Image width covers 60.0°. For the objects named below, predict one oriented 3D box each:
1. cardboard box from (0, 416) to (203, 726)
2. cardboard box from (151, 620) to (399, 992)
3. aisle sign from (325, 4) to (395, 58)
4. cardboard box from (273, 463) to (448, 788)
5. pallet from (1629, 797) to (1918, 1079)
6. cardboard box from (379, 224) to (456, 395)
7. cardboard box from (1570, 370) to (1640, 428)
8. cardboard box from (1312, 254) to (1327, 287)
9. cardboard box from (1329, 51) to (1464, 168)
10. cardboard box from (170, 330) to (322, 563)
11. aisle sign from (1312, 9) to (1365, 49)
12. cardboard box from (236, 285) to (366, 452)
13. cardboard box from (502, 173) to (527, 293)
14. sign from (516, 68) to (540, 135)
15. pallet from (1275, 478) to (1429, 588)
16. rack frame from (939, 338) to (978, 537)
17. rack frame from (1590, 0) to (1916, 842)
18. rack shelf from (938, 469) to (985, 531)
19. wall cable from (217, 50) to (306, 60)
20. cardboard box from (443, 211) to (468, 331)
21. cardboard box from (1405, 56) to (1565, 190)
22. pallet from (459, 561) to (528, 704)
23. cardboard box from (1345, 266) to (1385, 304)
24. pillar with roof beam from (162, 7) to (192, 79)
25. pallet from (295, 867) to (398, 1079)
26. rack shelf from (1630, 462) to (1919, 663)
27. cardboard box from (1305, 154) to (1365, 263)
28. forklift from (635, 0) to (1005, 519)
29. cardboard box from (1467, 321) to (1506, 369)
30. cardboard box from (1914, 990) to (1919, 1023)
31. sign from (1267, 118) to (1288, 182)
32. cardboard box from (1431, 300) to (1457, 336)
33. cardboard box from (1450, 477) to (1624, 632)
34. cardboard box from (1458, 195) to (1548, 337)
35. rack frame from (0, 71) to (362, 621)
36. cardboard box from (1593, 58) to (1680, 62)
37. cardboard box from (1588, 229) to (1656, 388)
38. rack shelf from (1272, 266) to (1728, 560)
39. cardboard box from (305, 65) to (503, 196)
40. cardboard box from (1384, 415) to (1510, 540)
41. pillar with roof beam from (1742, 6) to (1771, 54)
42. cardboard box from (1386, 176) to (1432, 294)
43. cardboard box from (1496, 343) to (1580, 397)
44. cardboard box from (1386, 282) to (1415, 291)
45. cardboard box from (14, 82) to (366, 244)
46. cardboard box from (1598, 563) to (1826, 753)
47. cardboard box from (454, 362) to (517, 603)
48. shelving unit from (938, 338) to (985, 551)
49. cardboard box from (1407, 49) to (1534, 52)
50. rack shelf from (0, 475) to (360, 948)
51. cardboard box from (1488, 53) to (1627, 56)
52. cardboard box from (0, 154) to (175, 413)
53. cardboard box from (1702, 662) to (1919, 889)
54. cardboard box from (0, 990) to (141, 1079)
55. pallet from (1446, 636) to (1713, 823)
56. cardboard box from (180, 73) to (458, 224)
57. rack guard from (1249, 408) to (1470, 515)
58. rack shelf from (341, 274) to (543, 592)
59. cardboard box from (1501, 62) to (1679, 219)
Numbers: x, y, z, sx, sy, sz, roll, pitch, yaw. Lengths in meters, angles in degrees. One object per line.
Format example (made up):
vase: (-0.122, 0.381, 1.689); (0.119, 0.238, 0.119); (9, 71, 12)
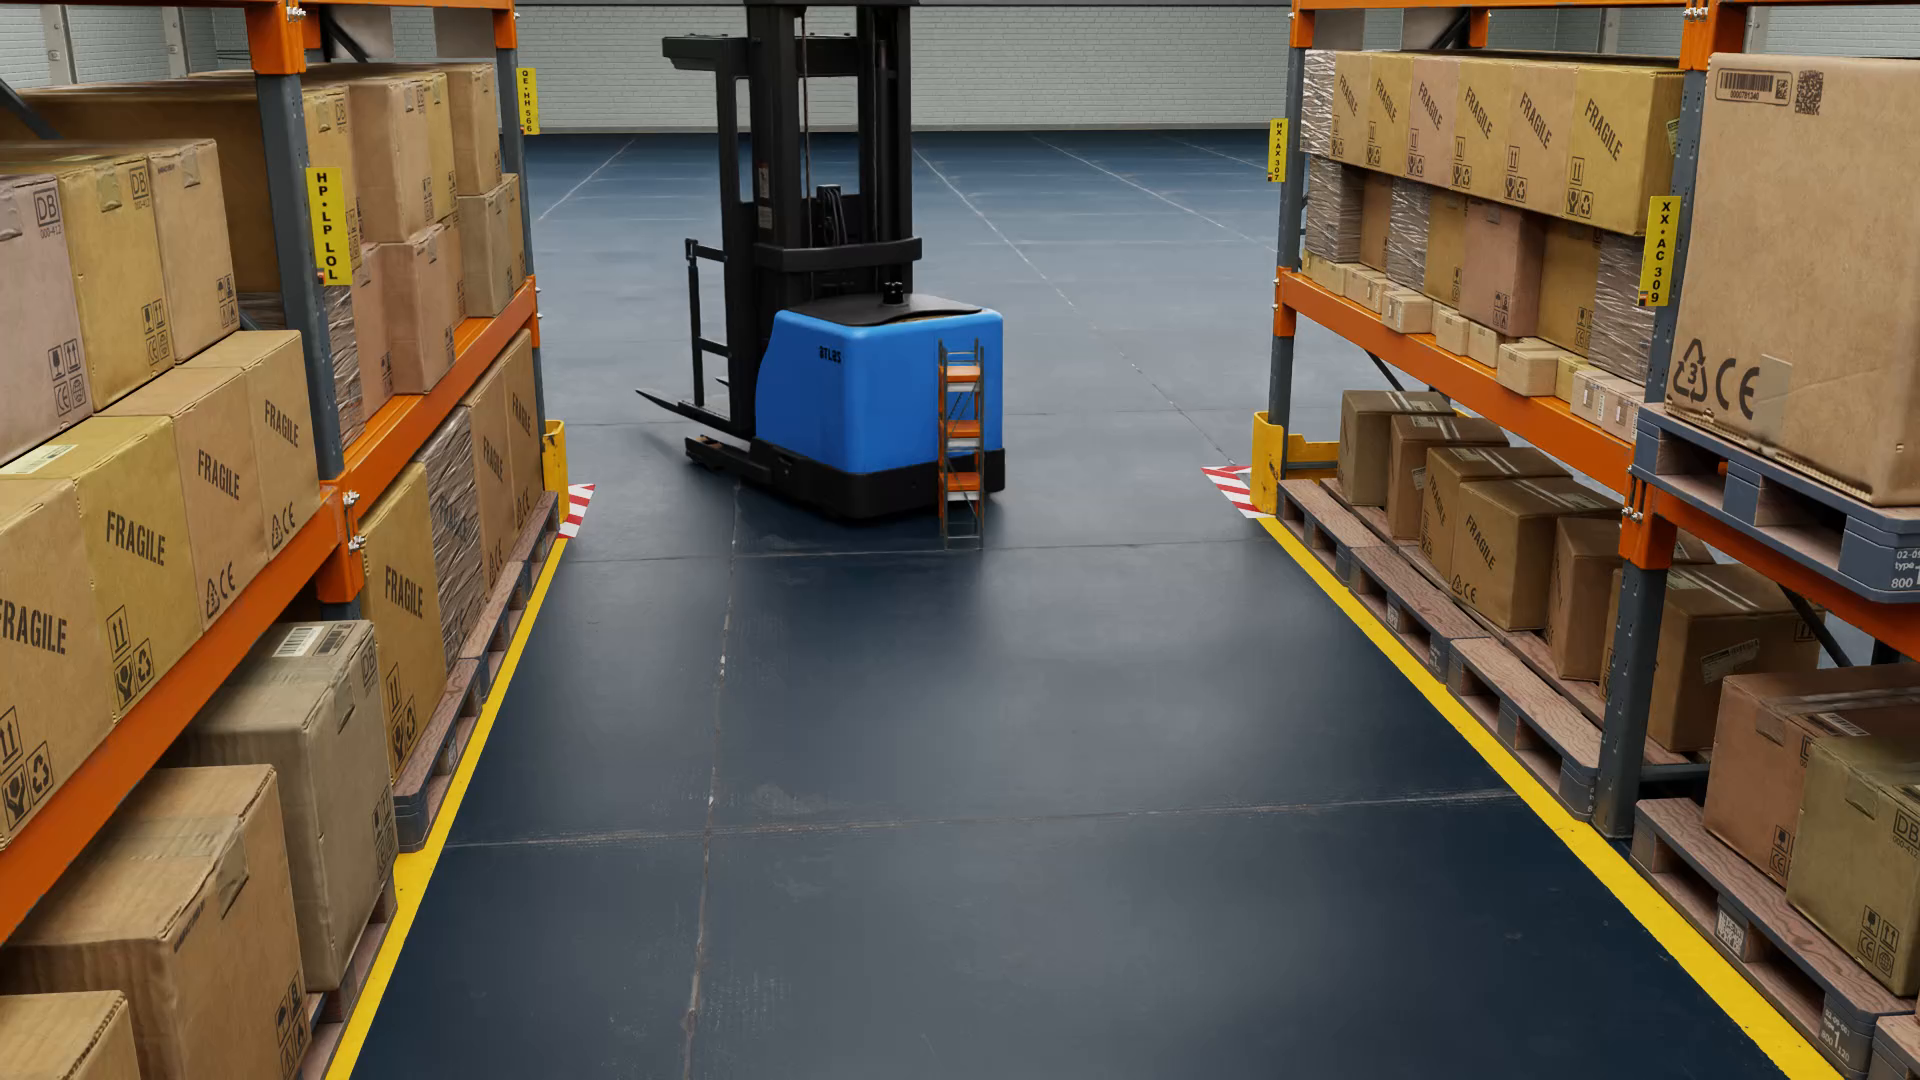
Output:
cardboard box: (-1.888, 0.056, 3.324); (0.500, 0.500, 0.500); (-2, 17, -5)
cardboard box: (-2.159, 0.710, 4.461); (1.050, 0.750, 0.750); (-2, 18, -6)
aisle sign: (-3.031, -2.789, 8.211); (0.394, 0.787, 0.004); (-2, 18, -6)
cardboard box: (-2.308, 0.279, 5.626); (0.875, 0.875, 0.875); (-2, 17, -5)
pallet: (2.713, 1.095, 4.838); (1.003, 0.211, 1.213); (-2, 18, -6)
cardboard box: (-2.380, -0.853, 6.137); (0.875, 0.550, 0.550); (-2, 18, -6)
cardboard box: (2.301, -0.478, 5.610); (0.380, 0.149, 0.250); (-2, 18, -6)
cardboard box: (2.018, -1.372, 8.460); (0.380, 0.149, 0.250); (-2, 18, -6)
cardboard box: (2.049, -2.005, 7.722); (0.500, 0.500, 0.500); (-2, 18, -6)
cardboard box: (-1.993, -0.245, 4.283); (0.500, 0.500, 0.500); (-2, 18, -6)
aisle sign: (1.914, -2.909, 8.595); (0.394, 0.787, 0.004); (-2, 18, -6)
cardboard box: (-2.362, -0.526, 5.094); (0.875, 0.550, 0.550); (-2, 18, -6)
cardboard box: (-2.642, -1.499, 8.193); (0.875, 0.550, 0.550); (-2, 18, -6)
sign: (-2.184, -2.214, 8.394); (0.100, 0.325, 0.005); (-2, 18, -6)
pallet: (2.276, -0.063, 8.526); (1.003, 0.211, 1.213); (-2, 18, -6)
rack frame: (-0.007, -0.521, 8.585); (0.200, 1.050, 0.008); (-2, 18, -6)
rack frame: (2.632, -0.468, 5.159); (1.000, 3.000, 0.127); (-2, 18, -6)
rack shelf: (0.006, -0.210, 8.555); (0.215, 0.259, 0.240); (-2, 18, -6)
wall cable: (-15.482, -12.201, 37.701); (3.097, 2.526, 0.112); (-2, 18, -6)
cardboard box: (-2.630, -1.165, 7.129); (0.875, 0.550, 0.550); (-2, 18, -6)
cardboard box: (2.160, -1.707, 6.774); (0.500, 0.500, 0.500); (-2, 18, -6)
pallet: (-2.442, 0.393, 7.075); (1.003, 0.211, 1.213); (-2, 18, -6)
cardboard box: (2.075, -1.224, 7.986); (0.380, 0.149, 0.250); (-2, 18, -6)
pillar with roof beam: (-12.212, -12.897, 34.734); (9.100, 9.000, 0.400); (-2, 18, -6)
pallet: (-2.158, 1.213, 4.460); (1.003, 0.211, 1.213); (-2, 18, -6)
rack shelf: (2.838, 0.471, 3.369); (1.077, 0.370, 4.000); (-2, 18, -6)
cardboard box: (2.249, -1.684, 8.371); (0.875, 0.500, 0.500); (-2, 18, -6)
forklift: (-1.020, -1.891, 9.809); (1.130, 2.935, 3.031); (-12, 21, -34)
cardboard box: (2.237, -0.777, 6.563); (0.380, 0.149, 0.250); (-2, 18, -6)
cardboard box: (2.762, 1.008, 3.898); (0.700, 0.500, 0.500); (-3, 18, -10)
sign: (1.679, -2.056, 8.772); (0.100, 0.325, 0.005); (-2, 18, -6)
cardboard box: (2.227, -0.927, 7.042); (0.380, 0.149, 0.250); (-2, 18, -6)
cardboard box: (2.421, 0.051, 6.979); (0.500, 0.500, 0.500); (-3, 18, -11)
cardboard box: (2.478, -1.089, 6.475); (0.875, 0.500, 0.500); (-2, 18, -6)
rack frame: (-2.312, -0.345, 4.767); (1.000, 3.000, 0.127); (-2, 18, -6)
cardboard box: (2.734, -1.574, 6.351); (0.500, 0.500, 0.500); (-2, 18, -6)
cardboard box: (2.647, -0.793, 5.533); (0.875, 0.500, 0.500); (-2, 18, -6)
rack shelf: (2.425, -0.720, 7.165); (1.077, 0.370, 4.000); (-2, 18, -6)
cardboard box: (-2.577, -1.850, 7.510); (0.875, 0.550, 0.550); (-2, 18, -6)
cardboard box: (2.363, -0.304, 8.109); (0.500, 0.500, 0.500); (3, 18, 9)
pillar with roof beam: (11.175, -11.816, 31.292); (9.100, 9.000, 0.400); (-2, 18, -6)
cardboard box: (2.428, -1.389, 7.430); (0.875, 0.500, 0.500); (-2, 18, -6)
cardboard box: (2.198, -0.625, 6.080); (0.380, 0.149, 0.250); (-2, 18, -6)
cardboard box: (2.147, -1.075, 7.513); (0.380, 0.149, 0.250); (-2, 18, -6)
cardboard box: (-2.489, -1.203, 5.447); (0.875, 0.550, 0.550); (-2, 18, -6)
cardboard box: (2.630, 0.404, 5.854); (0.500, 0.500, 0.500); (-2, 18, -7)
cardboard box: (-2.496, -0.261, 7.347); (0.875, 0.875, 0.875); (-2, 18, -7)
shelving unit: (0.006, -0.485, 8.469); (0.215, 1.050, 0.252); (-2, 18, -6)
cardboard box: (2.522, -2.170, 8.248); (0.500, 0.500, 0.500); (-2, 18, -6)
rack shelf: (-2.106, 0.594, 2.977); (1.077, 0.370, 4.000); (-2, 18, -6)
cardboard box: (2.628, -1.872, 7.300); (0.500, 0.500, 0.500); (-2, 18, -6)
cardboard box: (-2.200, -0.568, 3.644); (0.700, 0.500, 0.500); (-2, 18, -7)
cardboard box: (2.674, 0.699, 4.883); (0.700, 0.500, 0.500); (-3, 18, -10)
cardboard box: (-1.967, 1.275, 2.661); (1.050, 0.750, 0.750); (-2, 17, -5)
pallet: (2.527, 0.664, 6.211); (1.003, 0.211, 1.213); (-2, 18, -6)
cardboard box: (-2.470, -1.525, 6.475); (0.875, 0.550, 0.500); (-2, 18, -6)
rack guard: (2.227, -0.444, 9.258); (1.175, 0.500, 0.348); (-2, 18, -6)
rack shelf: (-2.519, -0.597, 6.773); (1.077, 0.370, 4.000); (-2, 18, -6)
cardboard box: (2.259, -1.409, 5.824); (0.500, 0.500, 0.500); (-2, 18, -6)
